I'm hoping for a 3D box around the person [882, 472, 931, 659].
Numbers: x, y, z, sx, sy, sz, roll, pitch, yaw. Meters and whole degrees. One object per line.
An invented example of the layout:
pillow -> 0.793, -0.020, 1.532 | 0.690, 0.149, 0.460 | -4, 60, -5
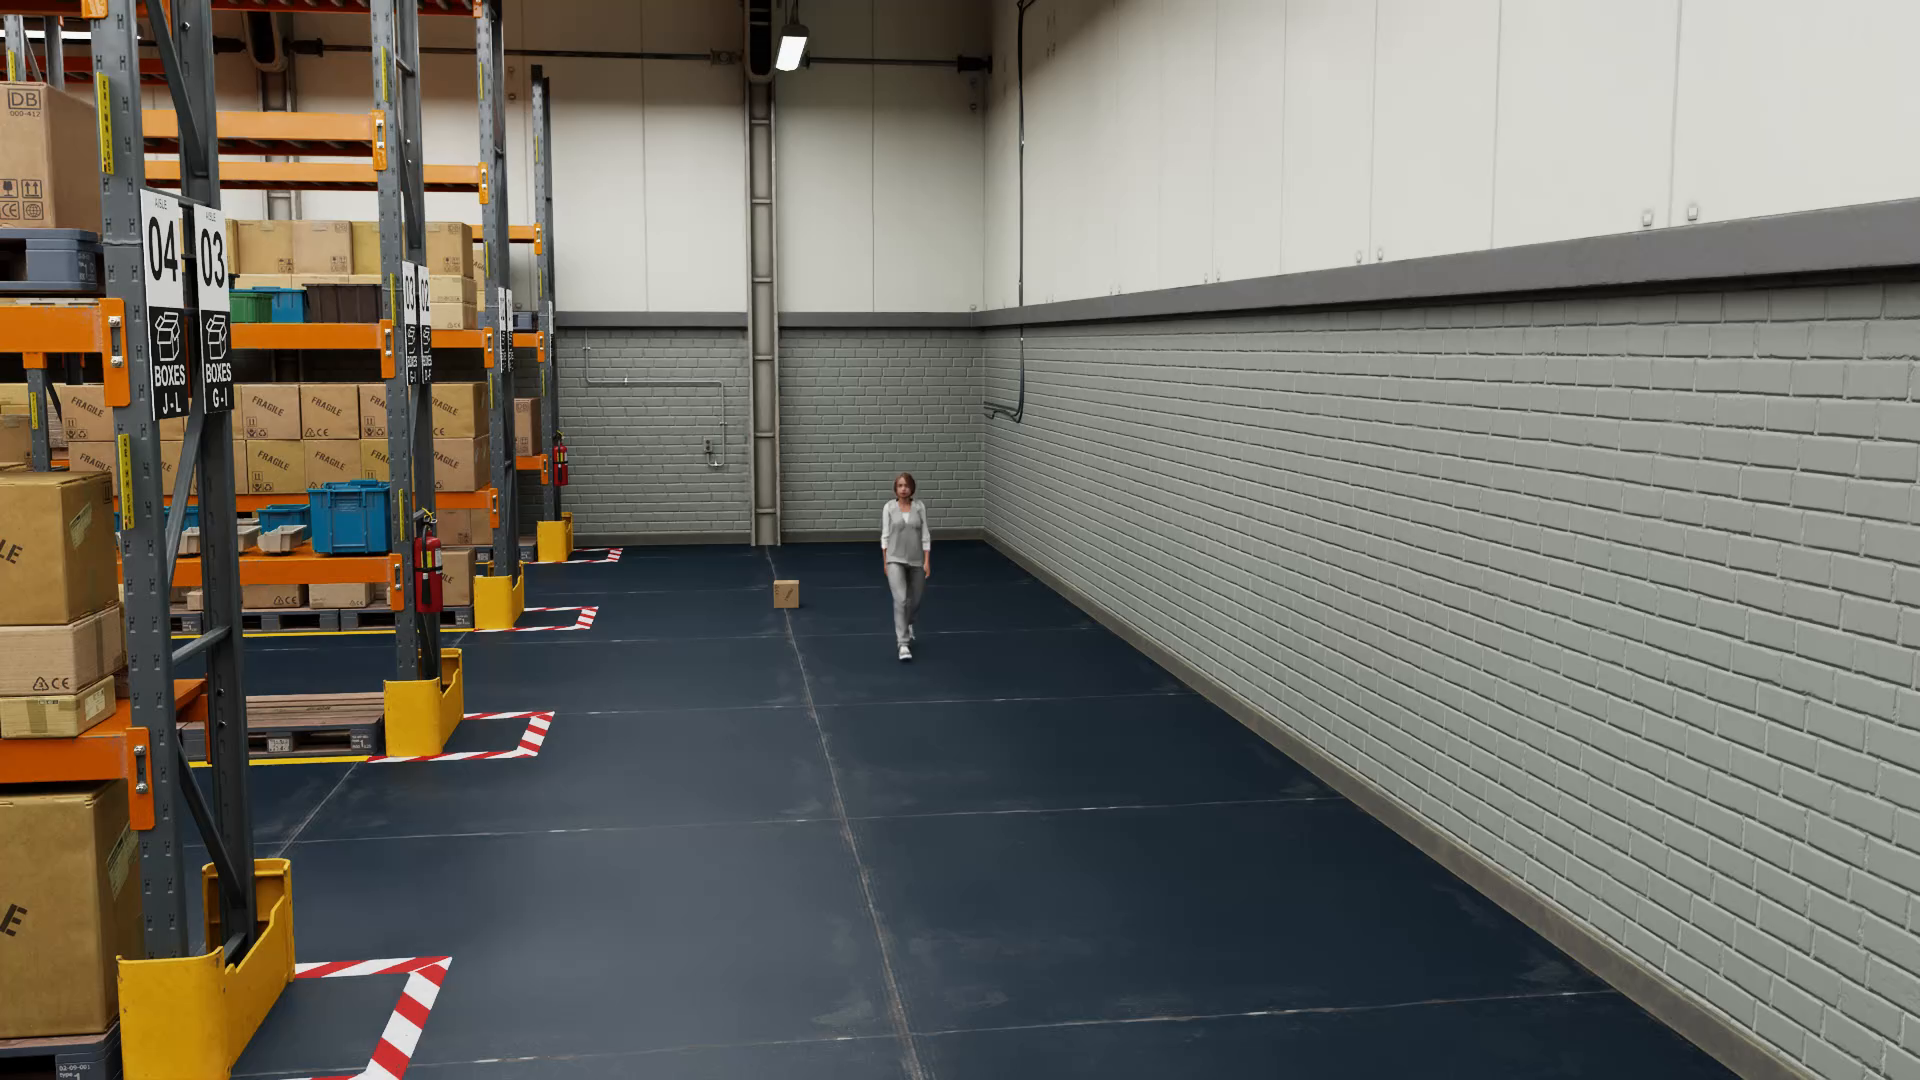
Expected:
person -> -0.466, 0.192, 14.323 | 0.408, 1.547, 0.892 | -1, 7, -11
